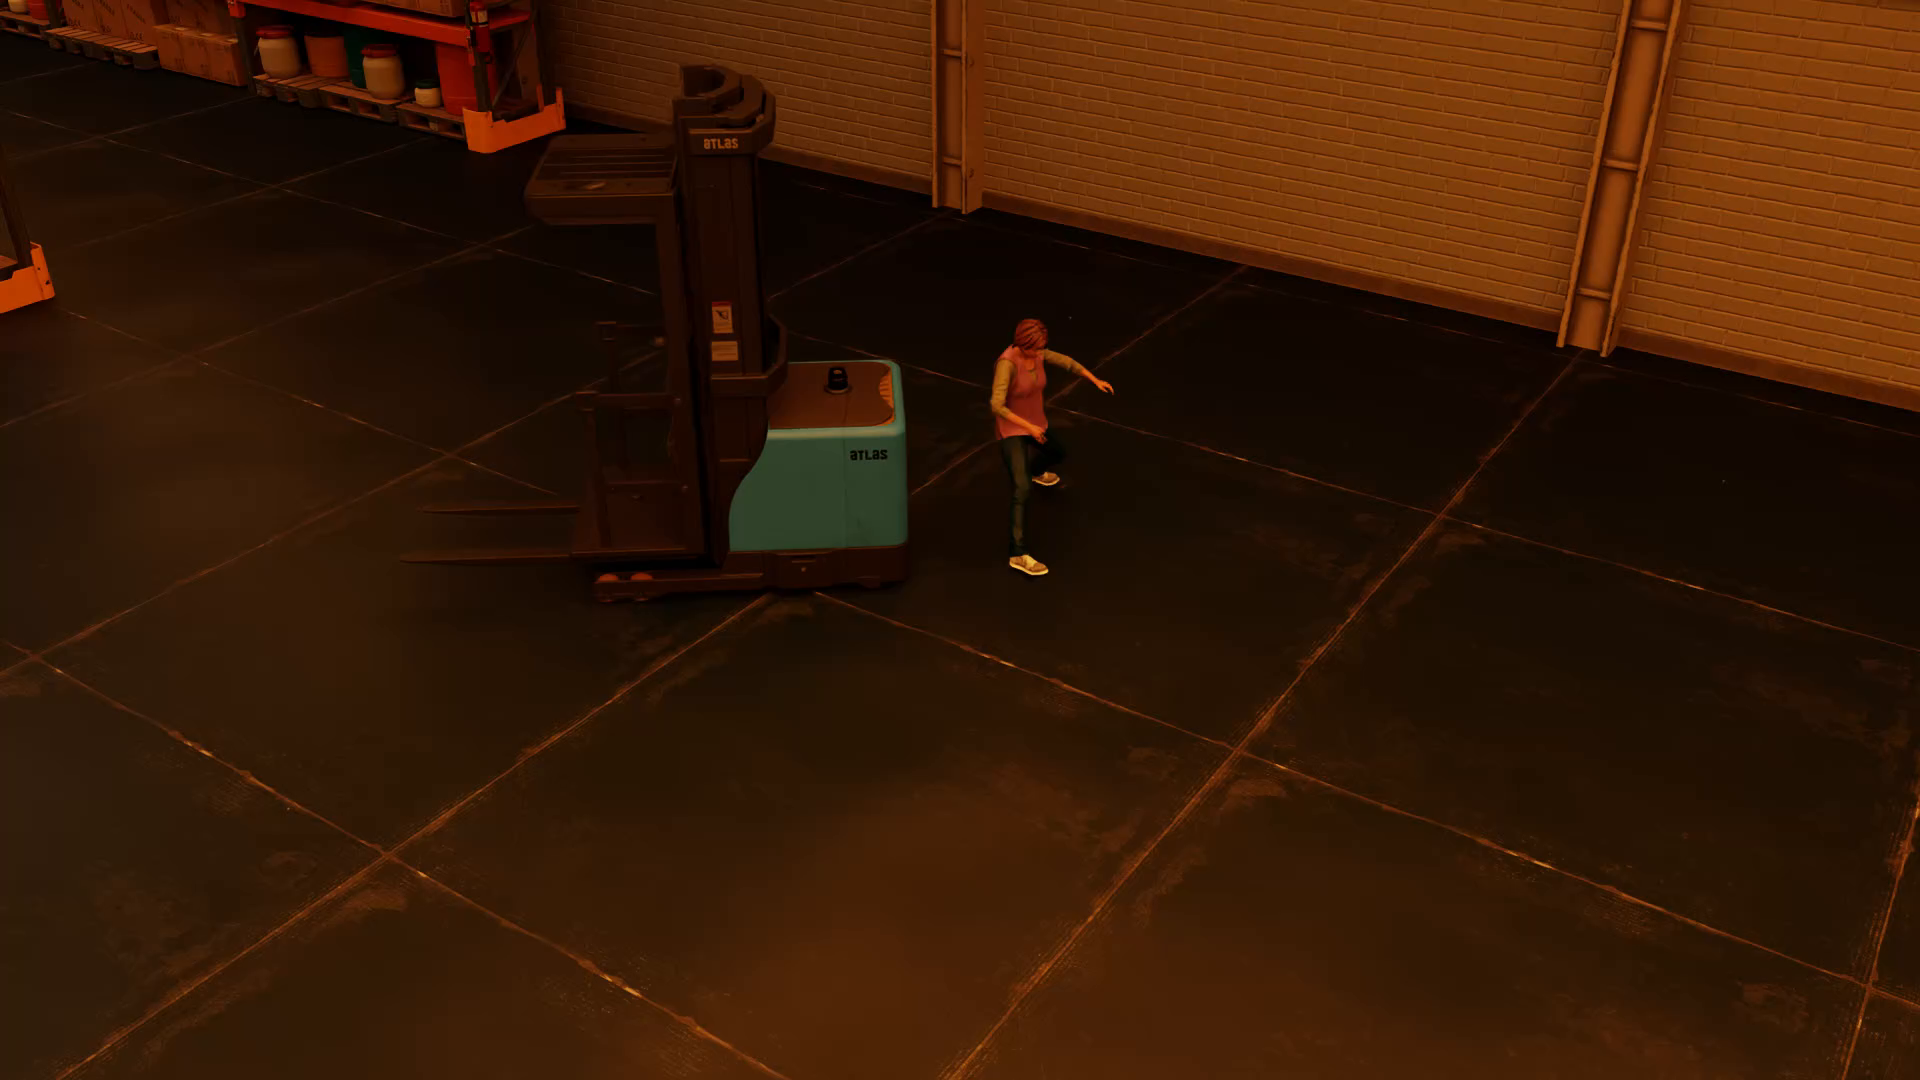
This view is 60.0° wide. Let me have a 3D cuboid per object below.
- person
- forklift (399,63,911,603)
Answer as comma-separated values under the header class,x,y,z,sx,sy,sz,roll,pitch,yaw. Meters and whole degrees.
class,x,y,z,sx,sy,sz,roll,pitch,yaw
person,0.505,-0.698,10.307,0.862,1.390,1.084,23,37,33
forklift,-1.836,-1.172,9.600,3.031,2.935,1.130,-2,30,-3
